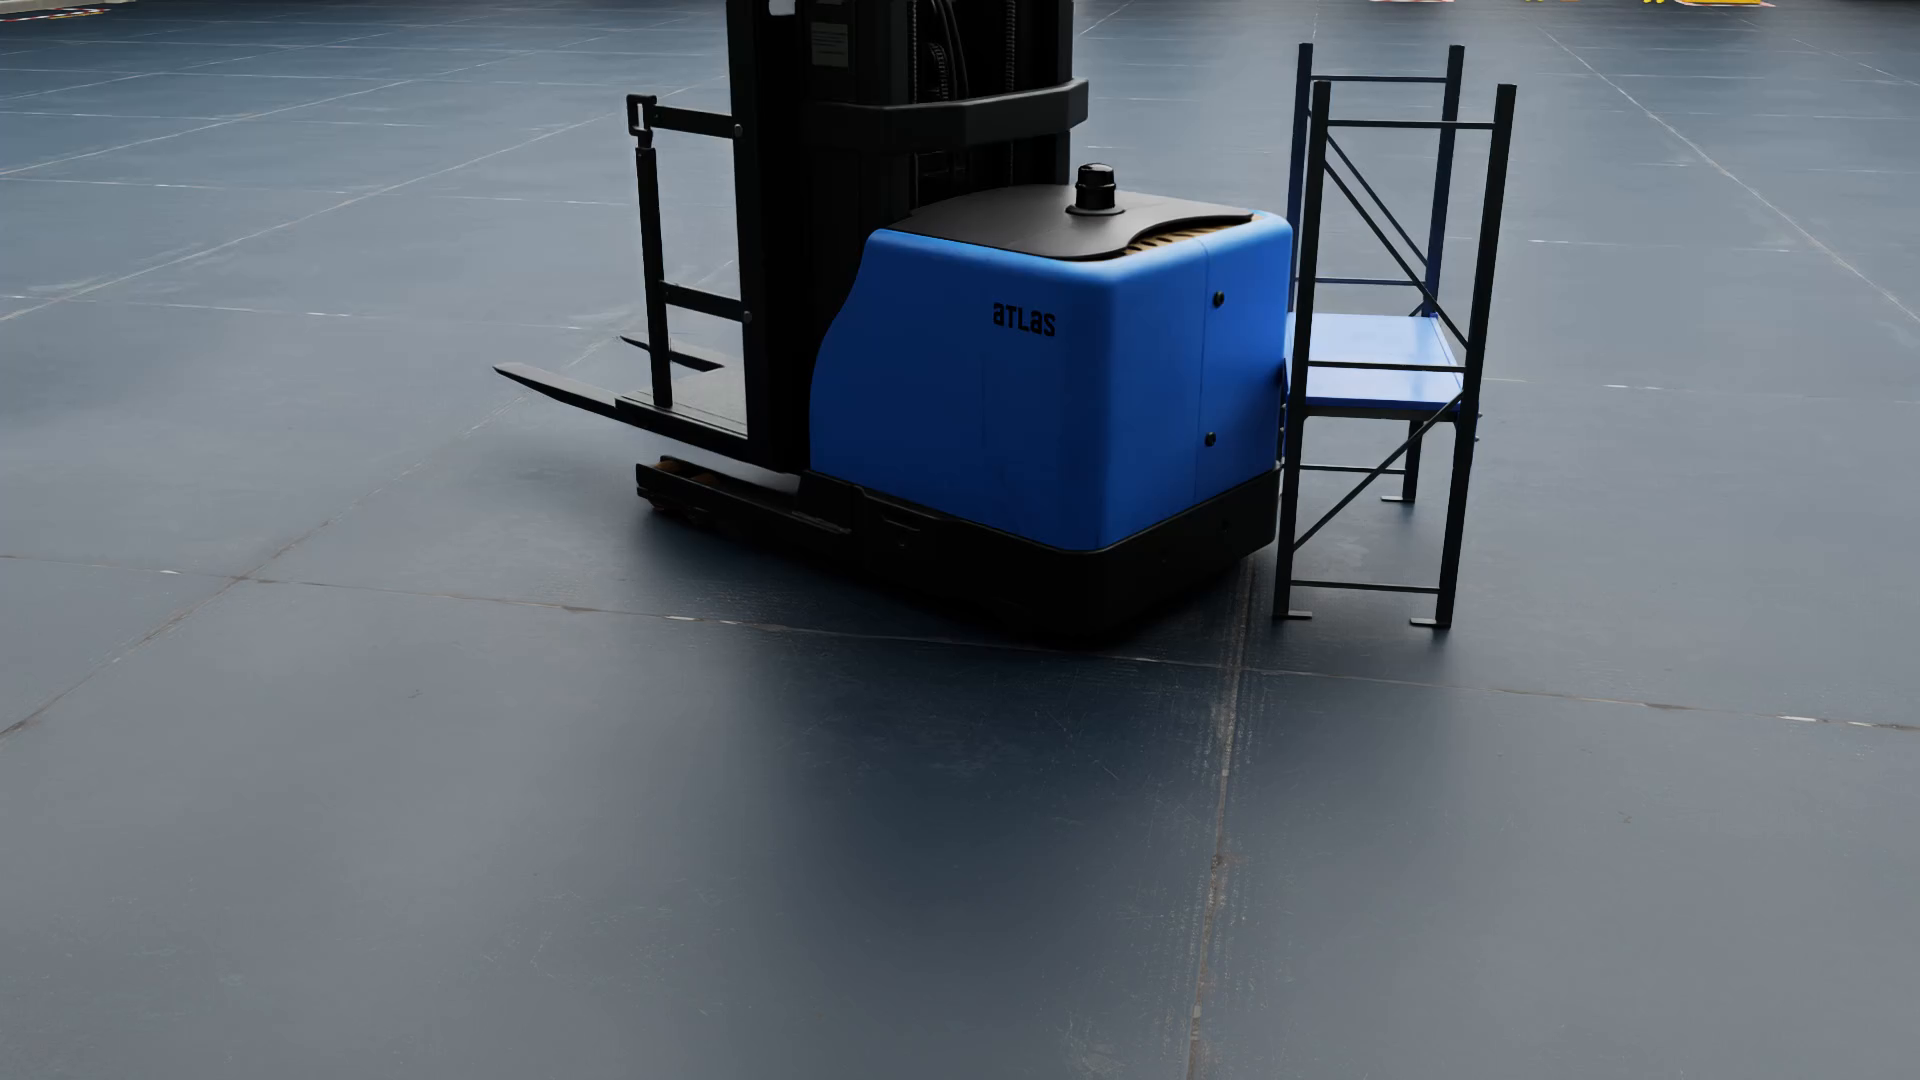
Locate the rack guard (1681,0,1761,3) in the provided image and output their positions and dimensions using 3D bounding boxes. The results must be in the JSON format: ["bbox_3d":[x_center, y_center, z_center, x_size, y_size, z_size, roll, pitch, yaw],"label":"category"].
[{"bbox_3d":[12.448,-9.041,27.132,1.175,0.500,0.348,4,22,11],"label":"rack guard"}]

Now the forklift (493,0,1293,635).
[{"bbox_3d":[-0.452,-1.540,5.255,3.031,2.935,1.130,18,28,38],"label":"forklift"}]

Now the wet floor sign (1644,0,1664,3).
[{"bbox_3d":[11.347,-9.092,27.066,0.267,0.644,0.232,13,25,29],"label":"wet floor sign"}]

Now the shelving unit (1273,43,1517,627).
[{"bbox_3d":[1.230,-0.655,4.971,0.538,1.500,1.048,3,22,8],"label":"shelving unit"}]

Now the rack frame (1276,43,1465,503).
[{"bbox_3d":[1.307,-0.842,5.437,0.500,1.500,0.032,3,22,8],"label":"rack frame"}]

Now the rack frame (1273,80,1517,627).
[{"bbox_3d":[1.154,-0.467,4.505,0.500,1.500,0.032,3,22,8],"label":"rack frame"}]

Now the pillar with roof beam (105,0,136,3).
[{"bbox_3d":[-9.530,-12.643,24.700,9.100,9.000,0.400,4,22,11],"label":"pillar with roof beam"}]

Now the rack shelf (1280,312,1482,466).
[{"bbox_3d":[1.230,-0.488,5.038,0.538,0.185,1.000,3,22,8],"label":"rack shelf"}]
